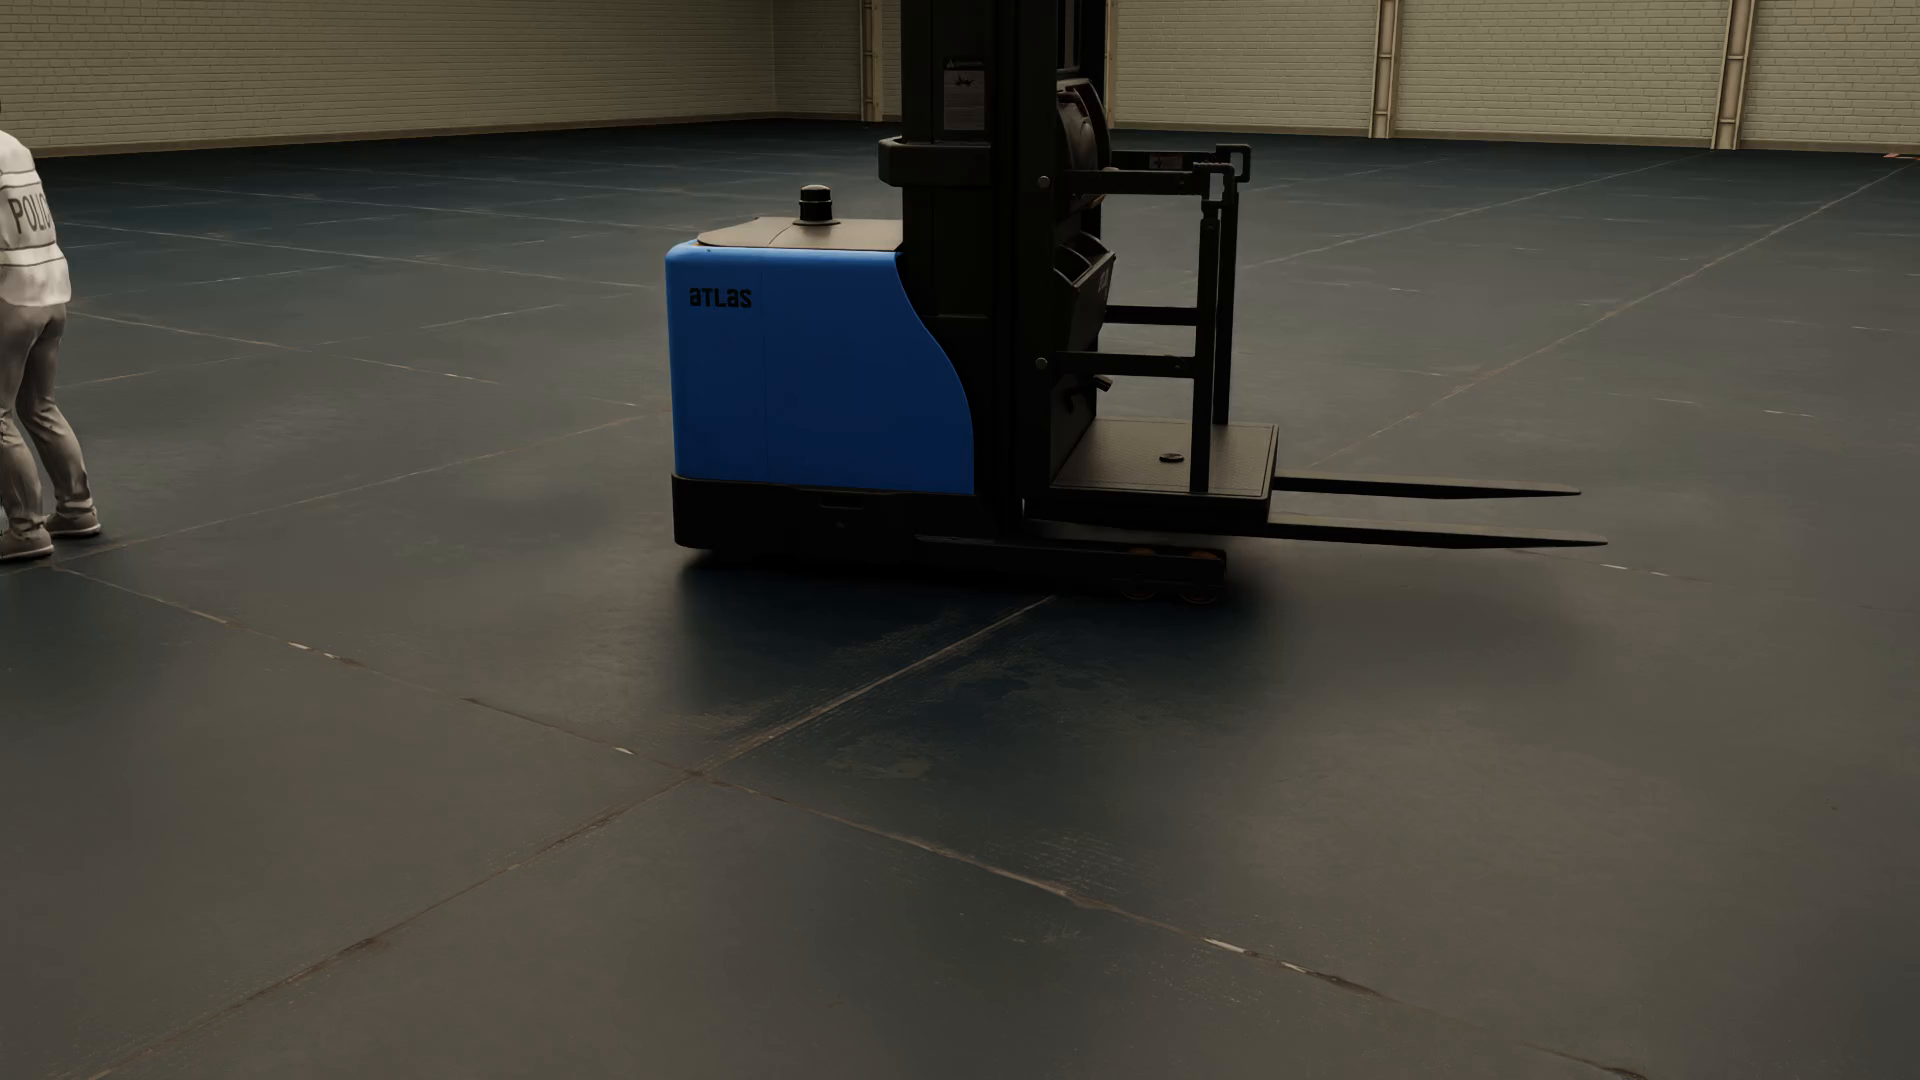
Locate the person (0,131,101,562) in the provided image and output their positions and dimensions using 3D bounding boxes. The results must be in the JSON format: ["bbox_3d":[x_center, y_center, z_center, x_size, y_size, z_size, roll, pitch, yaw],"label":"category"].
[{"bbox_3d":[-3.236,-0.769,5.635,0.380,1.667,0.534,0,17,-1],"label":"person"}]

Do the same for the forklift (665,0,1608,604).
[{"bbox_3d":[0.595,-1.367,5.404,3.031,2.935,1.130,4,17,12],"label":"forklift"}]
